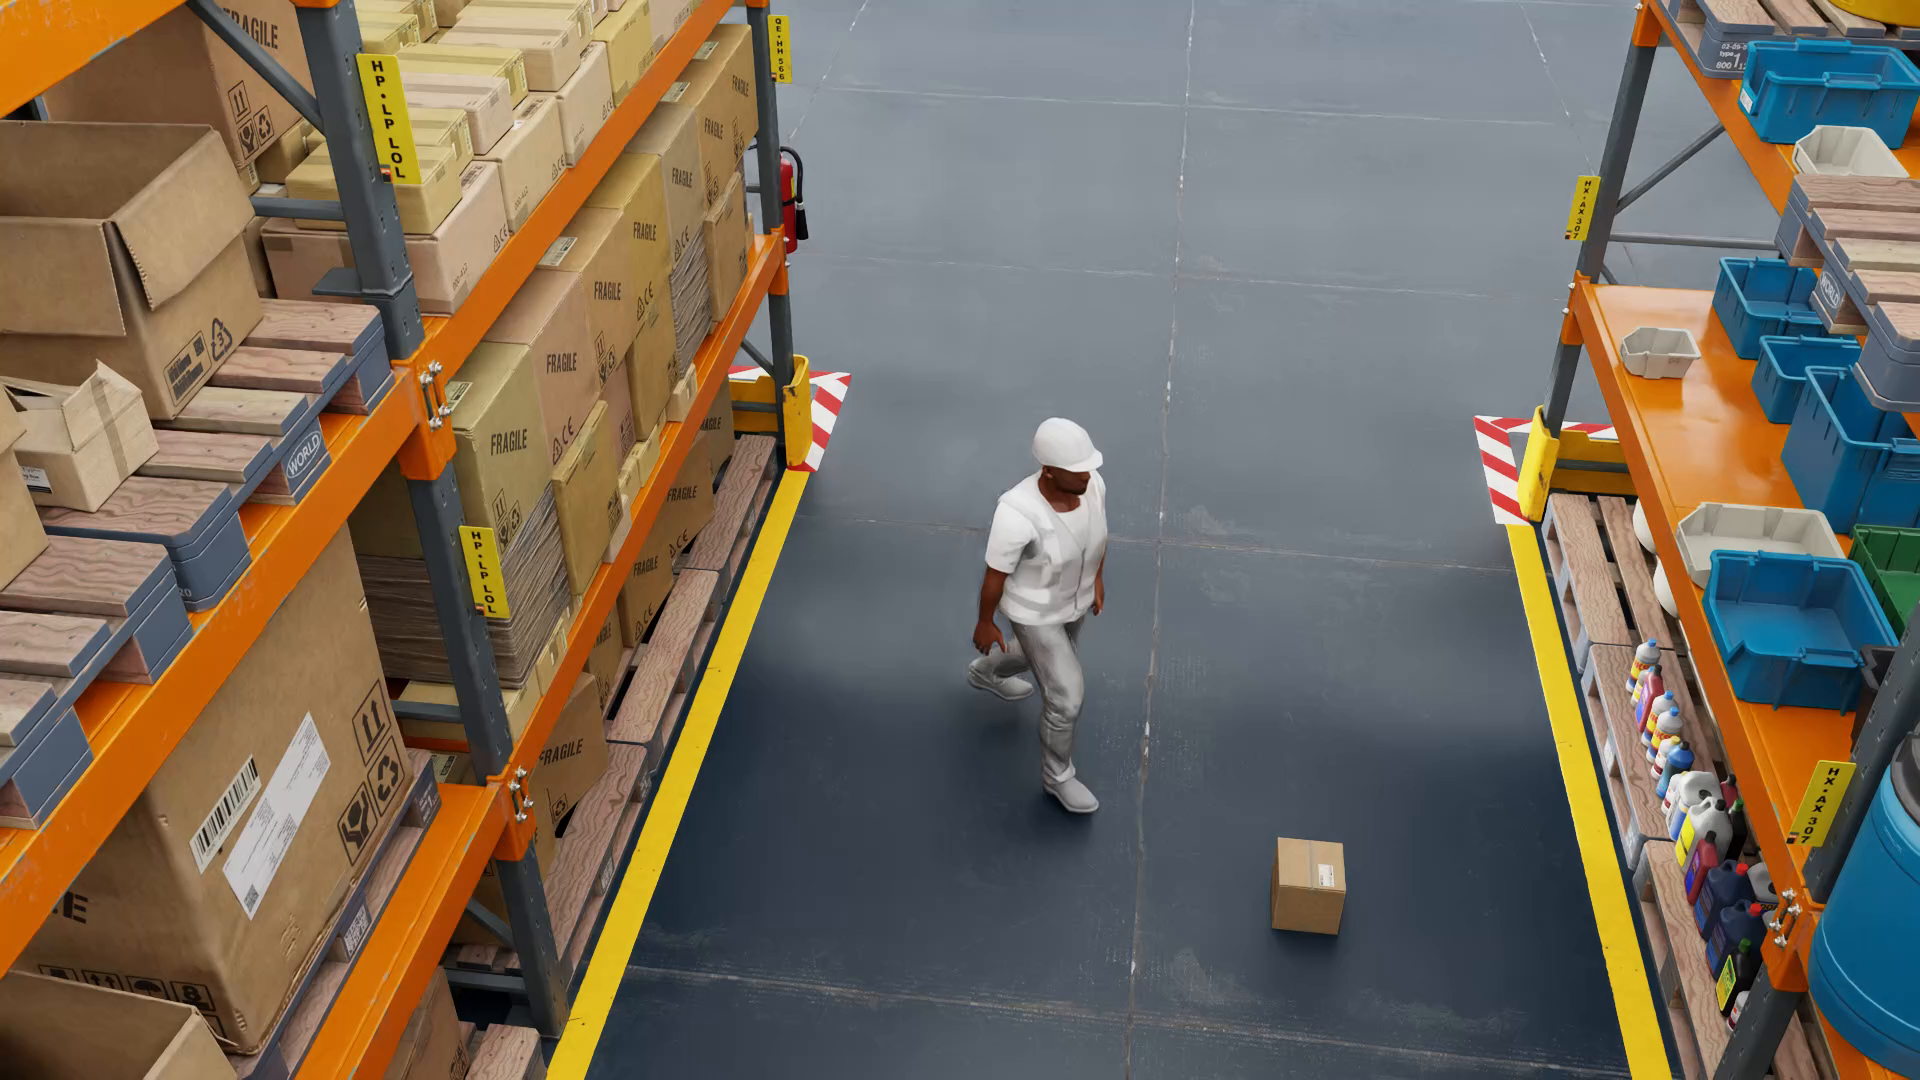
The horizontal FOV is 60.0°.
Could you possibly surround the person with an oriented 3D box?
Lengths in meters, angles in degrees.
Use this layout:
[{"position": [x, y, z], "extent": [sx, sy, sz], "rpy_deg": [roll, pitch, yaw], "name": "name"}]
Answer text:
[{"position": [0.329, 0.221, 6.728], "extent": [0.913, 1.727, 0.602], "rpy_deg": [29, 45, 34], "name": "person"}]
